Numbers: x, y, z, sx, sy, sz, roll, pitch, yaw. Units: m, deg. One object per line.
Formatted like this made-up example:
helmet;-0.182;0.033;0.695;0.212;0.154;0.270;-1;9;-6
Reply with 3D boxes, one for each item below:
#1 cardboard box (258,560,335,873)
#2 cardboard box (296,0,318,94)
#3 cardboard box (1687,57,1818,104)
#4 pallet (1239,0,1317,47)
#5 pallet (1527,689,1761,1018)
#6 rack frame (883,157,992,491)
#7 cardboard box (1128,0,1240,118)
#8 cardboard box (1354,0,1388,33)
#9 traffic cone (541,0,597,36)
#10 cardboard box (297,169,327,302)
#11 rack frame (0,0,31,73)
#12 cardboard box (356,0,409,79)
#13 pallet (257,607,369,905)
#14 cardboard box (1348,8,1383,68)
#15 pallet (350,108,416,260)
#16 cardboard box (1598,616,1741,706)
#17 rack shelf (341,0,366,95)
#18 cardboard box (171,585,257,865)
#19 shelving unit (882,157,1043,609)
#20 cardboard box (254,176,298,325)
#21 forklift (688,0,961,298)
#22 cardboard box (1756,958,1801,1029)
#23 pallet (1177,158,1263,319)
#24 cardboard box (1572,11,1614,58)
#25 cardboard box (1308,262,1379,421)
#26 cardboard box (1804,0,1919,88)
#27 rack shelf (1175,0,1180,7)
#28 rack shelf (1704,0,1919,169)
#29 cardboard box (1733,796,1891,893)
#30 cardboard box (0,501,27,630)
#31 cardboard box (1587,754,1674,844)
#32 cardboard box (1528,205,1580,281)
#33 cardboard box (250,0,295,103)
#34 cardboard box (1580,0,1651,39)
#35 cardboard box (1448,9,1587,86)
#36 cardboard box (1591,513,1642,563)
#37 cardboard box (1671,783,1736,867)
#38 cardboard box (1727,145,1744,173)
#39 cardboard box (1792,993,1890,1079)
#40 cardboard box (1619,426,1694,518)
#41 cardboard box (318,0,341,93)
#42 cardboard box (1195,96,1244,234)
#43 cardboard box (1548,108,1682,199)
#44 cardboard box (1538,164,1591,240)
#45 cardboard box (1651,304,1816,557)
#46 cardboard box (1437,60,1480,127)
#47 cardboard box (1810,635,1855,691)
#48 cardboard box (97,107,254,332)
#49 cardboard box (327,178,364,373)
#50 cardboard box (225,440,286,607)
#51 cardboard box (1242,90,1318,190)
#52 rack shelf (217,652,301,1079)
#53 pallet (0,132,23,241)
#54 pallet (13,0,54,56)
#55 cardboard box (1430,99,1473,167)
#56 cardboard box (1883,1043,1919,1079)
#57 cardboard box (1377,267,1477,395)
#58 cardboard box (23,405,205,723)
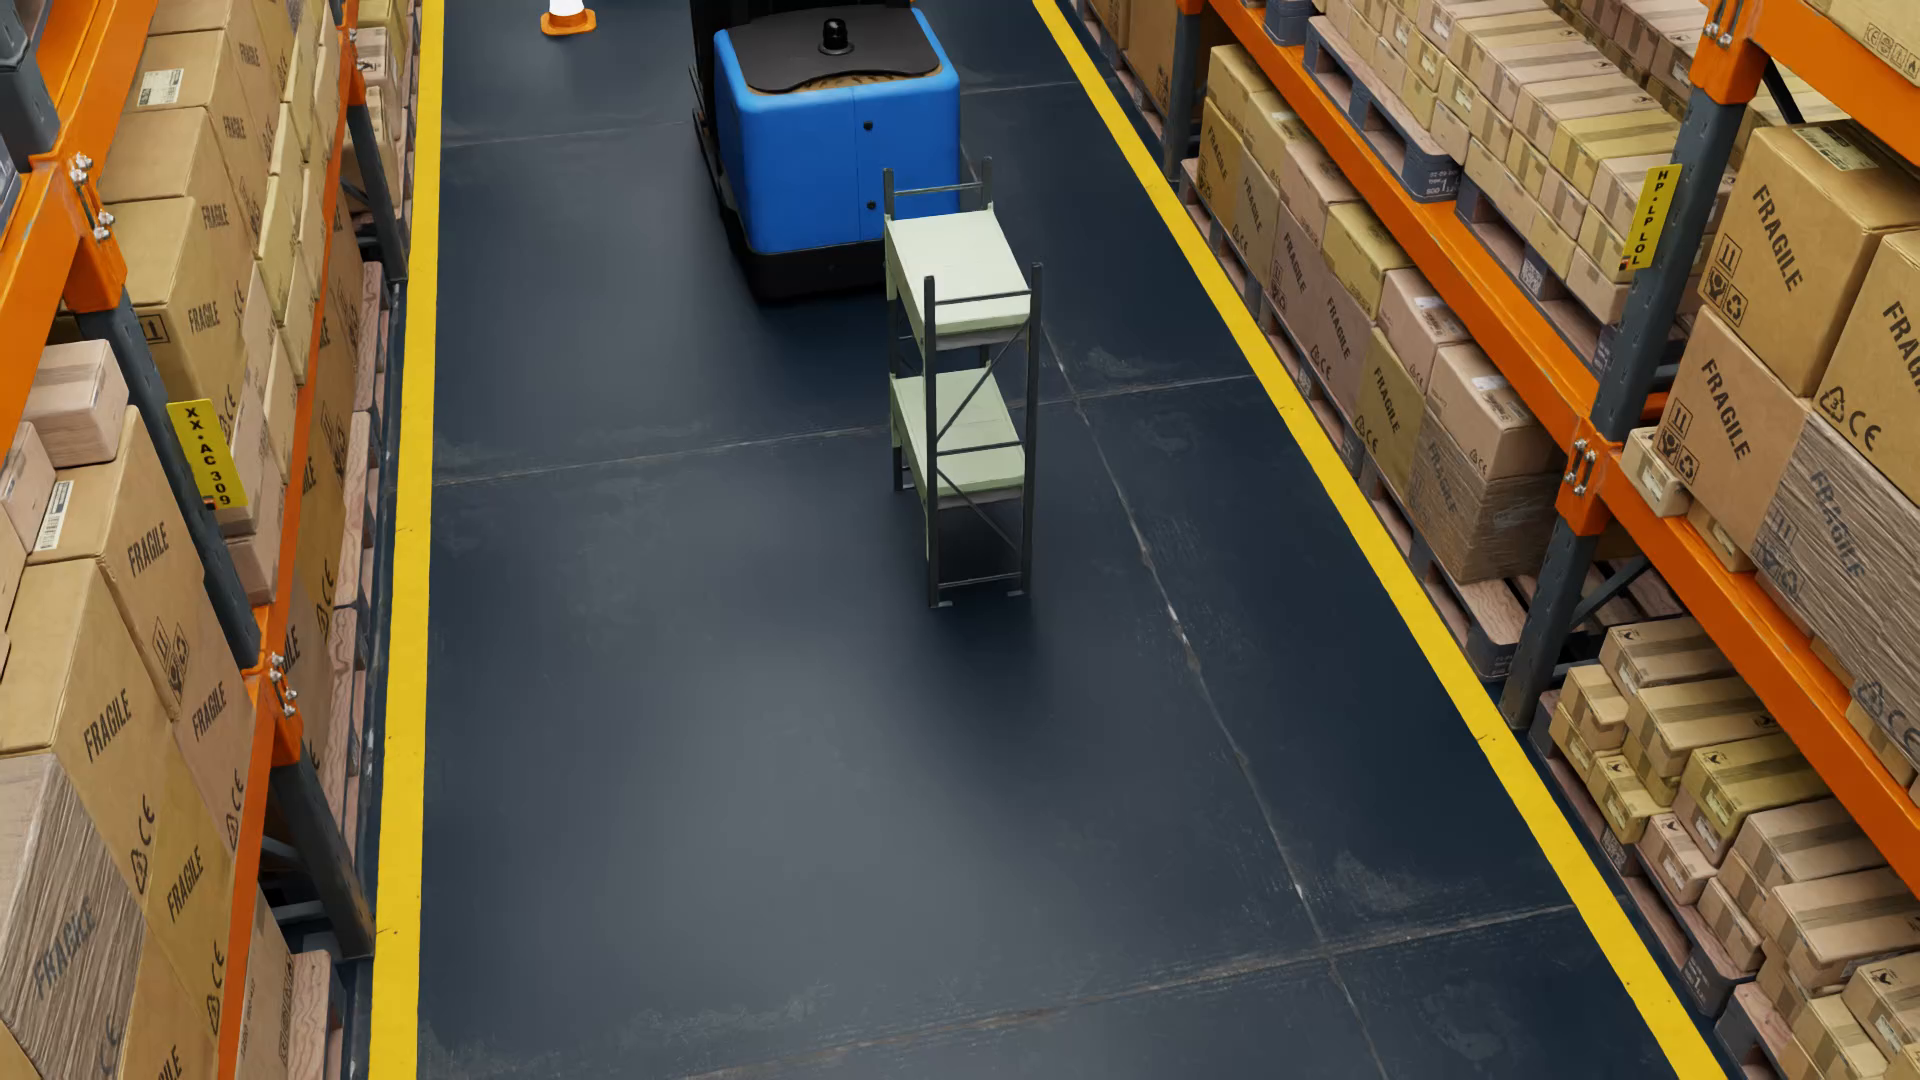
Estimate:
cardboard box;-2.564;0.478;5.236;0.875;0.875;0.875;-7;42;-8
cardboard box;-2.749;-1.883;6.348;0.500;0.250;0.500;-9;42;-10
cardboard box;2.704;-1.497;5.601;0.380;0.149;0.250;-8;42;-9
pallet;1.854;-2.618;7.584;1.213;0.211;1.003;-8;42;-9
pallet;2.639;0.930;5.544;1.003;0.211;1.213;-8;42;-9
rack frame;-0.080;-0.802;6.524;0.400;1.500;0.023;-8;42;-9
cardboard box;1.552;-2.860;9.090;1.050;0.750;0.750;-9;42;-10
cardboard box;1.784;-2.134;6.543;0.380;0.149;0.250;-9;42;-10
traffic cone;-2.444;-3.403;10.234;0.336;0.463;0.334;-8;42;-9
cardboard box;-2.497;-1.031;5.765;0.500;0.250;0.500;-9;42;-10
rack frame;-2.352;-2.012;2.238;1.000;3.000;0.127;-8;42;-9
cardboard box;-3.653;-2.873;9.390;0.950;0.372;0.625;-7;42;-8
pallet;-2.592;0.785;5.707;1.003;0.211;1.213;-8;42;-9
cardboard box;1.783;-2.021;6.641;0.380;0.149;0.250;-8;42;-9
pallet;-3.383;-1.825;8.647;1.003;0.211;1.213;-8;42;-9
cardboard box;2.331;0.396;5.427;0.380;0.149;0.250;-7;42;-8
rack shelf;-3.647;-3.389;8.850;1.077;0.370;4.000;-8;42;-9
cardboard box;-2.003;0.458;3.899;0.500;0.500;0.500;-8;42;-9
shelving unit;-0.001;-0.565;6.257;0.431;1.500;0.755;-8;42;-9
cardboard box;-2.395;-0.890;5.230;0.500;0.250;0.500;-8;42;-9
forklift;-0.855;-3.244;8.196;1.130;2.935;3.031;-10;43;-11
cardboard box;2.582;1.301;4.857;0.380;0.149;0.250;-10;43;-11
pallet;1.763;-1.587;8.379;1.003;0.211;1.213;-8;42;-9
cardboard box;2.535;-1.889;6.267;0.380;0.149;0.250;-9;42;-10
cardboard box;1.837;-0.875;7.043;0.500;0.500;0.500;-9;42;-10
cardboard box;2.301;-1.271;3.776;0.500;0.250;0.500;-6;42;-7
rack shelf;1.164;-4.164;9.723;1.077;0.370;4.000;-8;42;-9
rack shelf;2.891;-0.100;2.885;1.077;0.370;4.000;-8;42;-9
cardboard box;2.514;0.906;4.853;0.380;0.149;0.250;-9;42;-10
cardboard box;-1.980;0.081;3.082;0.380;0.149;0.250;-8;42;-9
cardboard box;2.282;0.820;5.398;0.380;0.149;0.250;-7;42;-8
cardboard box;2.123;-1.004;5.494;0.380;0.149;0.250;-8;42;-9
cardboard box;-2.629;-1.821;5.713;0.500;0.500;0.500;-8;42;-9
cardboard box;2.543;-1.988;6.155;0.380;0.149;0.250;-7;42;-8
cardboard box;1.963;-1.733;5.868;0.380;0.149;0.250;-10;42;-11
cardboard box;2.559;-0.283;6.376;0.500;0.500;0.500;-7;42;-8
cardboard box;2.455;0.839;5.152;0.380;0.149;0.250;-9;42;-10
cardboard box;2.765;-1.207;5.499;0.380;0.149;0.250;-9;42;-10
cardboard box;2.540;1.369;4.556;0.380;0.149;0.250;-9;42;-10
cardboard box;2.201;-0.219;4.927;0.380;0.149;0.250;-7;42;-8
cardboard box;-2.853;-2.015;6.873;0.500;0.250;0.500;-10;43;-11
cardboard box;1.500;-1.864;8.156;0.500;0.500;0.500;-10;43;-11
cardboard box;2.123;-1.235;5.307;0.380;0.149;0.250;-10;42;-11
cardboard box;2.123;-1.118;5.399;0.380;0.149;0.250;-8;42;-9
cardboard box;2.320;-0.335;4.569;0.500;0.500;0.500;-9;42;-10
cardboard box;1.954;-1.625;5.970;0.380;0.149;0.250;-10;43;-11
cardboard box;2.491;0.280;4.364;0.380;0.149;0.250;-10;43;-11
cardboard box;-2.303;-0.832;4.600;0.500;0.500;0.500;-9;42;-10
cardboard box;-3.148;-1.264;7.199;0.875;0.875;0.875;-9;42;-10
cardboard box;-2.189;-0.036;4.644;0.500;0.250;0.500;-9;42;-10
cardboard box;1.618;-1.829;7.552;0.500;0.250;0.500;-9;42;-10
rack shelf;-1.921;1.797;3.008;1.077;0.370;4.000;-8;42;-9
pallet;-2.186;-0.326;2.665;1.003;0.211;1.213;-8;42;-9
pallet;-2.598;-1.406;3.959;0.805;0.209;1.217;-10;43;-11
cardboard box;1.952;-1.508;6.062;0.380;0.149;0.250;-10;43;-11
cardboard box;2.644;1.413;4.282;0.380;0.149;0.250;-8;42;-9
cardboard box;1.954;-0.828;6.425;0.500;0.250;0.500;-6;42;-7
cardboard box;-1.981;0.086;3.565;0.500;0.500;0.500;-9;42;-10
